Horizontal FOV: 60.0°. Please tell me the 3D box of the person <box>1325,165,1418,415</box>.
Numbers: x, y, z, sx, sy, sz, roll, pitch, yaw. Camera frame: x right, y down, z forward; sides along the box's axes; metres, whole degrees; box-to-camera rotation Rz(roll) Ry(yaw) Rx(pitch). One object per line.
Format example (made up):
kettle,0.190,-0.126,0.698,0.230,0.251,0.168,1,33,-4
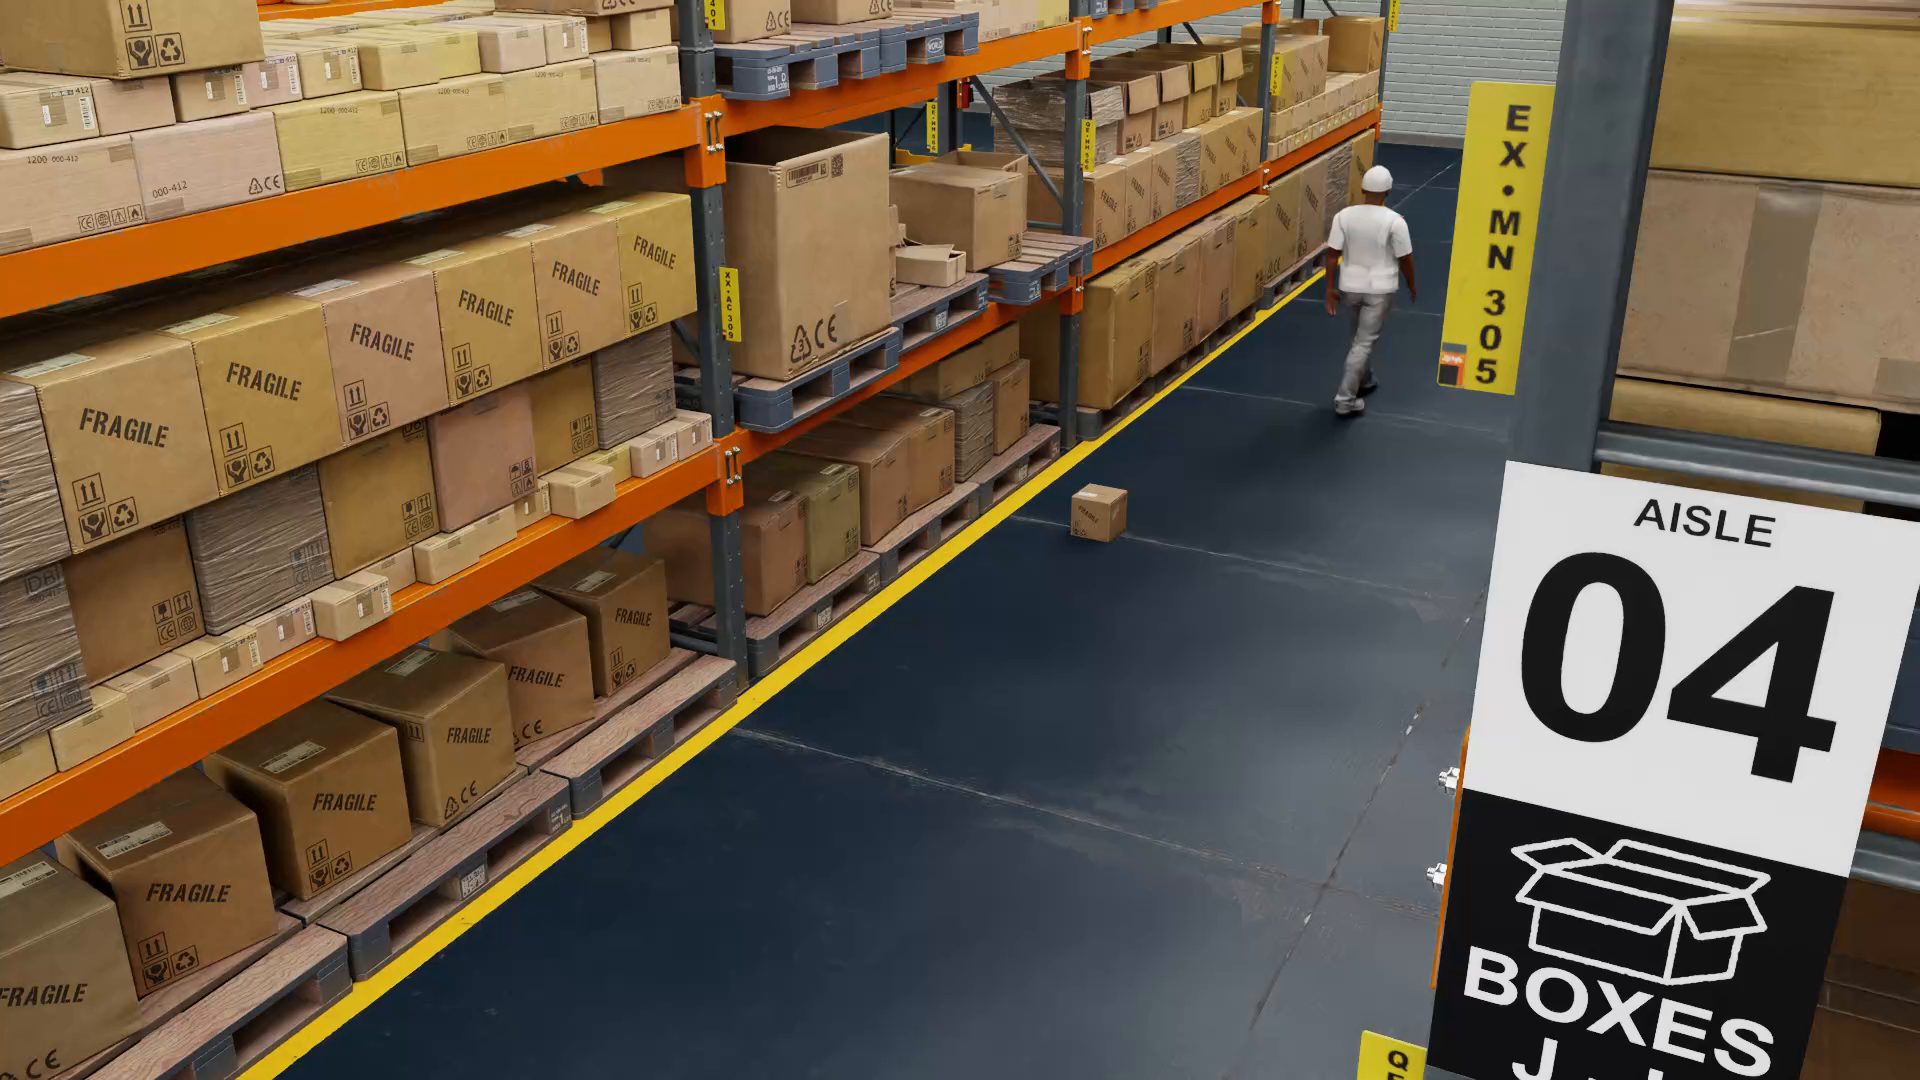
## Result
person,2.981,-1.824,11.904,0.567,1.725,0.936,19,29,38
